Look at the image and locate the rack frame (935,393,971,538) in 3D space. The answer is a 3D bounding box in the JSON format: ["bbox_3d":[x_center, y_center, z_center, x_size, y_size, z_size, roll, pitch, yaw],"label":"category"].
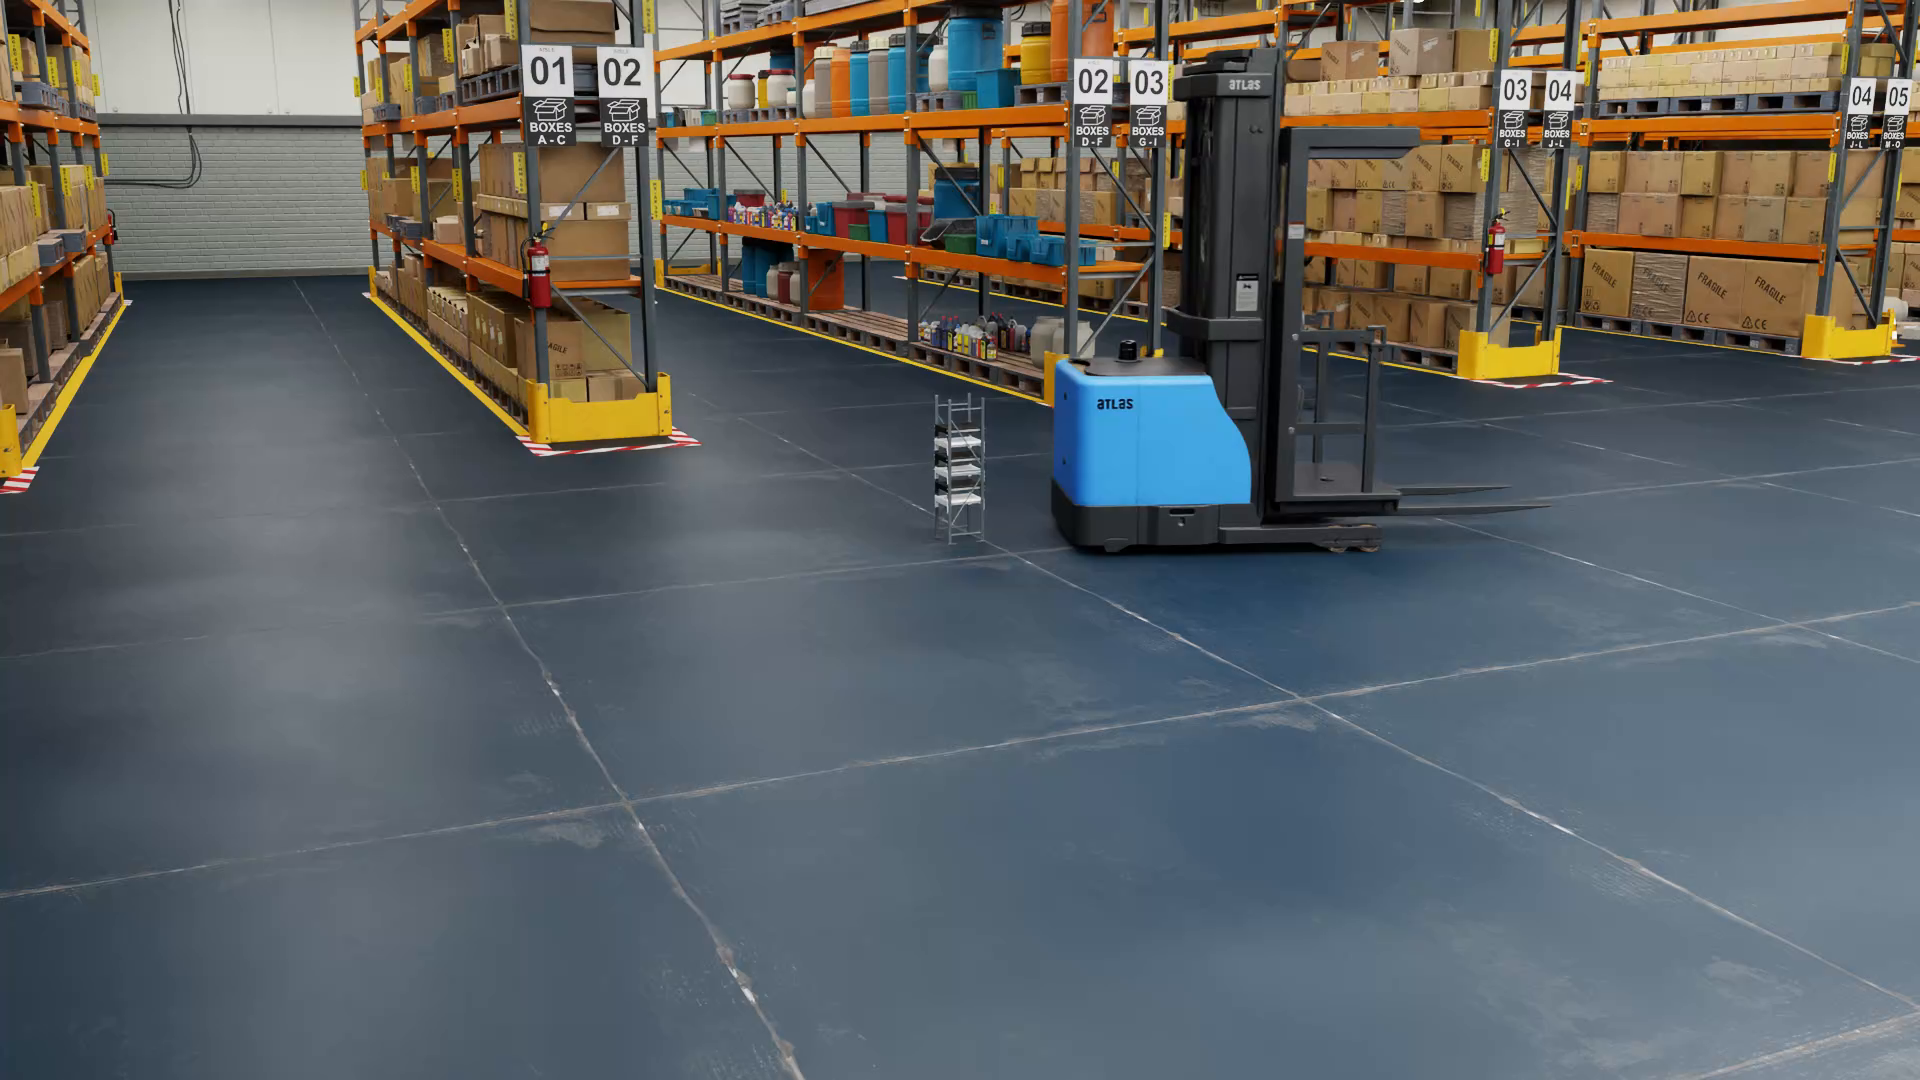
[{"bbox_3d":[-0.044,-0.461,10.366,0.240,0.900,0.006,-6,14,-23],"label":"rack frame"}]

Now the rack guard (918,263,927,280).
[{"bbox_3d":[-0.411,-5.339,32.330,1.175,0.500,0.348,-6,14,-23],"label":"rack guard"}]

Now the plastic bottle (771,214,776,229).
[{"bbox_3d":[-2.683,-4.614,24.094,0.097,0.201,0.097,0,13,0],"label":"plastic bottle"}]

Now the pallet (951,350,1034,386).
[{"bbox_3d":[0.591,-1.872,17.990,1.003,0.211,1.213,-6,14,-23],"label":"pallet"}]

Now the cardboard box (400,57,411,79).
[{"bbox_3d":[-7.206,-6.209,22.518,0.600,0.600,0.600,-6,14,-25],"label":"cardboard box"}]

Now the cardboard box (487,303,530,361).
[{"bbox_3d":[-4.171,-1.975,15.756,0.500,0.500,0.500,-6,14,-23],"label":"cardboard box"}]

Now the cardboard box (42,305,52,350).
[{"bbox_3d":[-10.376,-2.293,18.191,0.700,0.500,0.500,-6,14,-23],"label":"cardboard box"}]

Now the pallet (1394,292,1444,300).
[{"bbox_3d":[7.635,-3.798,26.313,1.003,0.211,1.213,-6,14,-23],"label":"pallet"}]

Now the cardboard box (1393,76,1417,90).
[{"bbox_3d":[5.096,-5.128,18.669,0.380,0.149,0.250,-6,15,-26],"label":"cardboard box"}]

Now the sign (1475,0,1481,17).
[{"bbox_3d":[9.763,-10.031,31.330,0.100,0.325,0.005,-6,14,-23],"label":"sign"}]

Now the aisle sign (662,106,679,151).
[{"bbox_3d":[-5.241,-7.359,29.749,0.394,0.787,0.004,-6,14,-23],"label":"aisle sign"}]

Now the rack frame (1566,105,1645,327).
[{"bbox_3d":[8.991,-4.500,23.161,1.000,3.000,0.127,-6,14,-23],"label":"rack frame"}]

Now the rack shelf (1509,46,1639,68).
[{"bbox_3d":[11.082,-8.585,29.988,1.077,0.370,4.000,-6,14,-23],"label":"rack shelf"}]

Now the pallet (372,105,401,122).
[{"bbox_3d":[-7.680,-6.060,23.667,1.213,0.211,1.003,-6,14,-23],"label":"pallet"}]

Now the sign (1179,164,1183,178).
[{"bbox_3d":[3.297,-5.476,24.984,0.100,0.325,0.005,-6,14,-23],"label":"sign"}]

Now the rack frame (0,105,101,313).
[{"bbox_3d":[-12.415,-4.383,22.657,1.000,3.000,0.127,-6,14,-23],"label":"rack frame"}]

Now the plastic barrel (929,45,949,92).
[{"bbox_3d":[-0.140,-5.239,18.523,0.421,0.512,0.421,0,13,0],"label":"plastic barrel"}]

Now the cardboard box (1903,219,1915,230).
[{"bbox_3d":[13.804,-4.545,23.914,0.380,0.149,0.250,-6,14,-23],"label":"cardboard box"}]

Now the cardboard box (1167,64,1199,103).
[{"bbox_3d":[3.164,-6.324,23.060,0.500,0.500,0.500,-6,14,-25],"label":"cardboard box"}]

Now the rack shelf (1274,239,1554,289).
[{"bbox_3d":[5.207,-3.309,19.611,1.077,0.370,4.000,-6,14,-23],"label":"rack shelf"}]

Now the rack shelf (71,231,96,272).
[{"bbox_3d":[-11.614,-3.620,20.953,1.077,0.370,4.000,-6,14,-23],"label":"rack shelf"}]

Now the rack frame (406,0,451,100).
[{"bbox_3d":[-6.275,-6.928,20.347,1.000,3.000,0.127,-6,14,-23],"label":"rack frame"}]

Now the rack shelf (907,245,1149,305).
[{"bbox_3d":[0.668,-2.862,17.678,1.077,0.370,4.000,-6,14,-23],"label":"rack shelf"}]

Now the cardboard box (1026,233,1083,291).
[{"bbox_3d":[1.834,-4.580,27.288,1.225,0.875,0.875,-6,14,-25],"label":"cardboard box"}]

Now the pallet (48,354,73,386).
[{"bbox_3d":[-10.016,-1.785,17.615,1.003,0.211,1.213,-6,14,-23],"label":"pallet"}]

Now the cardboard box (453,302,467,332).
[{"bbox_3d":[-5.312,-2.482,18.364,0.500,0.311,0.500,-5,14,-21],"label":"cardboard box"}]

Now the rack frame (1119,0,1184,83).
[{"bbox_3d":[2.803,-7.822,24.209,1.000,3.000,0.127,-6,14,-23],"label":"rack frame"}]

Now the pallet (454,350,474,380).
[{"bbox_3d":[-5.004,-1.969,18.409,1.003,0.211,1.213,-6,14,-23],"label":"pallet"}]

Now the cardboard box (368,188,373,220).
[{"bbox_3d":[-9.544,-5.591,27.654,0.500,0.500,0.500,-5,14,-22],"label":"cardboard box"}]

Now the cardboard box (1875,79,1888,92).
[{"bbox_3d":[10.749,-5.366,19.653,0.380,0.149,0.250,-6,14,-23],"label":"cardboard box"}]

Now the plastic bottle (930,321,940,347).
[{"bbox_3d":[-0.252,-2.343,18.906,0.152,0.276,0.135,-5,14,-21],"label":"plastic bottle"}]

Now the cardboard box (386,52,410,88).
[{"bbox_3d":[-8.107,-6.926,24.551,0.700,0.500,0.500,-6,14,-23],"label":"cardboard box"}]

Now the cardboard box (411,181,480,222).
[{"bbox_3d":[-6.631,-4.379,21.483,0.700,0.500,0.500,-12,18,-42],"label":"cardboard box"}]

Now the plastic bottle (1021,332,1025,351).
[{"bbox_3d":[0.729,-2.207,18.485,0.097,0.201,0.097,0,13,0],"label":"plastic bottle"}]

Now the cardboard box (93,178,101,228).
[{"bbox_3d":[-13.205,-4.944,24.413,0.980,0.700,0.700,-6,14,-26],"label":"cardboard box"}]

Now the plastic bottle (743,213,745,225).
[{"bbox_3d":[-3.255,-4.909,25.369,0.097,0.201,0.097,0,13,0],"label":"plastic bottle"}]

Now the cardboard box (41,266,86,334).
[{"bbox_3d":[-10.987,-2.878,19.989,0.750,0.750,0.750,-6,14,-24],"label":"cardboard box"}]

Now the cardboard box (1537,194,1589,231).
[{"bbox_3d":[8.537,-4.632,23.511,0.500,0.500,0.500,-6,14,-23],"label":"cardboard box"}]

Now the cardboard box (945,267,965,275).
[{"bbox_3d":[0.293,-5.409,30.867,0.875,0.875,0.875,-6,14,-23],"label":"cardboard box"}]

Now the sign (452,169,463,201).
[{"bbox_3d":[-5.166,-3.653,17.110,0.100,0.325,0.005,-6,14,-23],"label":"sign"}]

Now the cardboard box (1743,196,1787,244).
[{"bbox_3d":[10.163,-3.931,20.369,0.875,0.550,0.550,-6,14,-23],"label":"cardboard box"}]

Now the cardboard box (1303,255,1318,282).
[{"bbox_3d":[6.275,-4.747,28.839,0.500,0.500,0.500,-5,14,-22],"label":"cardboard box"}]

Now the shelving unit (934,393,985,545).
[{"bbox_3d":[-0.003,-0.440,10.276,0.258,0.900,0.210,-6,14,-23],"label":"shelving unit"}]

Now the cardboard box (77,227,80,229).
[{"bbox_3d":[-11.638,-4.013,21.570,0.380,0.149,0.250,-6,14,-23],"label":"cardboard box"}]

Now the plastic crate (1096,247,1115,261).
[{"bbox_3d":[1.406,-2.885,16.766,0.298,0.136,0.250,-6,14,-23],"label":"plastic crate"}]

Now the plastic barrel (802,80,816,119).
[{"bbox_3d":[-1.891,-5.876,22.205,0.421,0.512,0.421,0,13,0],"label":"plastic barrel"}]

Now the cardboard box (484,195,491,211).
[{"bbox_3d":[-4.537,-3.366,16.599,0.380,0.149,0.250,-6,14,-24],"label":"cardboard box"}]

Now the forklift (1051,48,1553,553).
[{"bbox_3d":[2.139,-1.469,10.218,3.031,2.935,1.130,-1,13,-5],"label":"forklift"}]

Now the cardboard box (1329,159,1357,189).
[{"bbox_3d":[4.754,-4.431,19.764,0.500,0.500,0.500,-6,14,-23],"label":"cardboard box"}]

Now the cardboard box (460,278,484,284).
[{"bbox_3d":[-6.410,-3.229,22.238,0.500,0.500,0.500,-6,14,-25],"label":"cardboard box"}]

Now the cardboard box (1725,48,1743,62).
[{"bbox_3d":[9.638,-5.956,20.435,0.380,0.149,0.250,-6,14,-24],"label":"cardboard box"}]

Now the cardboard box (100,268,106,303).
[{"bbox_3d":[-13.022,-3.744,24.508,0.700,0.500,0.500,-5,14,-22],"label":"cardboard box"}]

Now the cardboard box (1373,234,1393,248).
[{"bbox_3d":[5.007,-3.465,19.245,0.380,0.149,0.250,-6,14,-23],"label":"cardboard box"}]

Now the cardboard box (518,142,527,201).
[{"bbox_3d":[-3.483,-3.250,14.661,0.700,0.500,0.500,-6,14,-24],"label":"cardboard box"}]

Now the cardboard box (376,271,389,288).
[{"bbox_3d":[-9.322,-4.292,27.383,0.500,0.250,0.500,-6,14,-23],"label":"cardboard box"}]
